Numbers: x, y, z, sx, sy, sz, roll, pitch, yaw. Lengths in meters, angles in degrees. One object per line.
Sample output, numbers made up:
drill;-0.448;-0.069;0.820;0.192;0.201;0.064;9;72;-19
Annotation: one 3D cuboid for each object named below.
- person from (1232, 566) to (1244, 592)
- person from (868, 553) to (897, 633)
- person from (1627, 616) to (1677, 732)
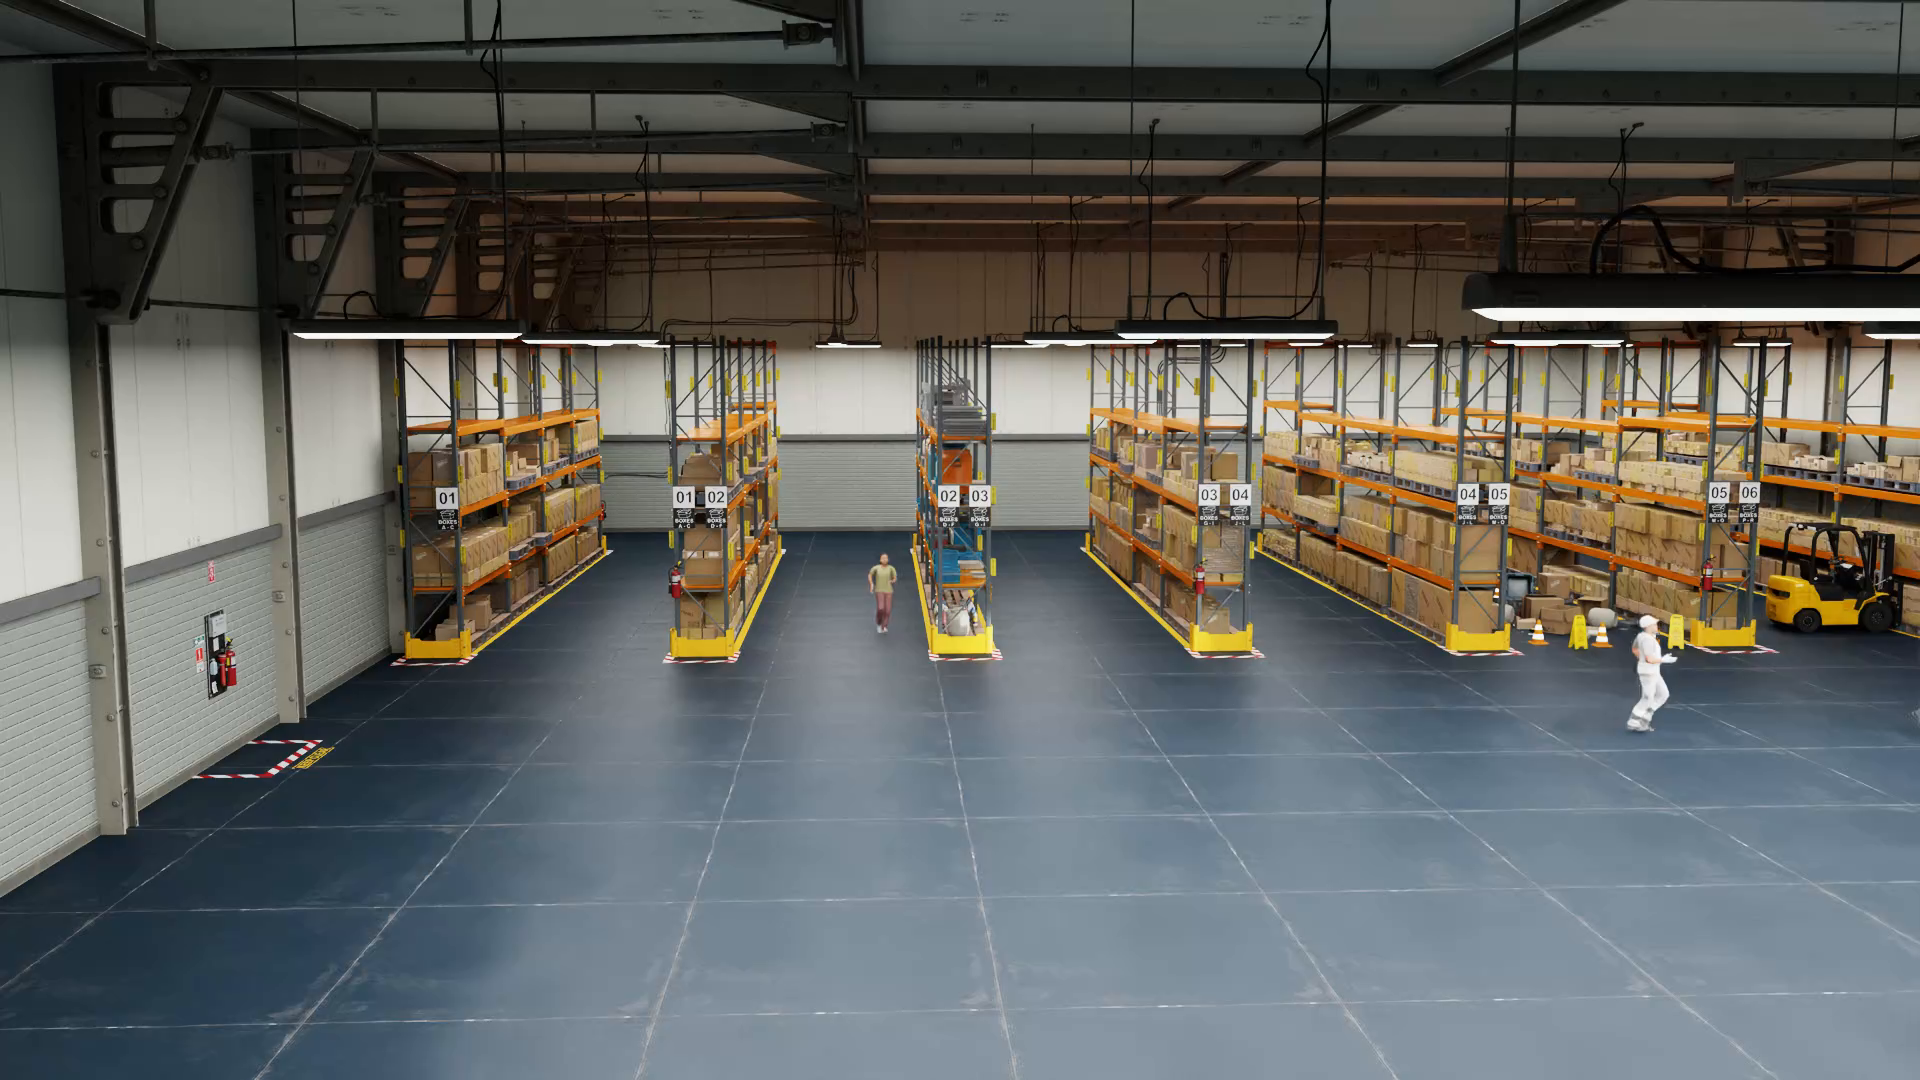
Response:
person;6.544;0.420;39.602;0.561;1.617;0.594;-1;7;-9
person;-1.540;1.071;33.654;0.554;1.642;0.645;-1;7;-12
person;10.371;2.018;24.902;0.645;1.786;0.634;3;7;23
